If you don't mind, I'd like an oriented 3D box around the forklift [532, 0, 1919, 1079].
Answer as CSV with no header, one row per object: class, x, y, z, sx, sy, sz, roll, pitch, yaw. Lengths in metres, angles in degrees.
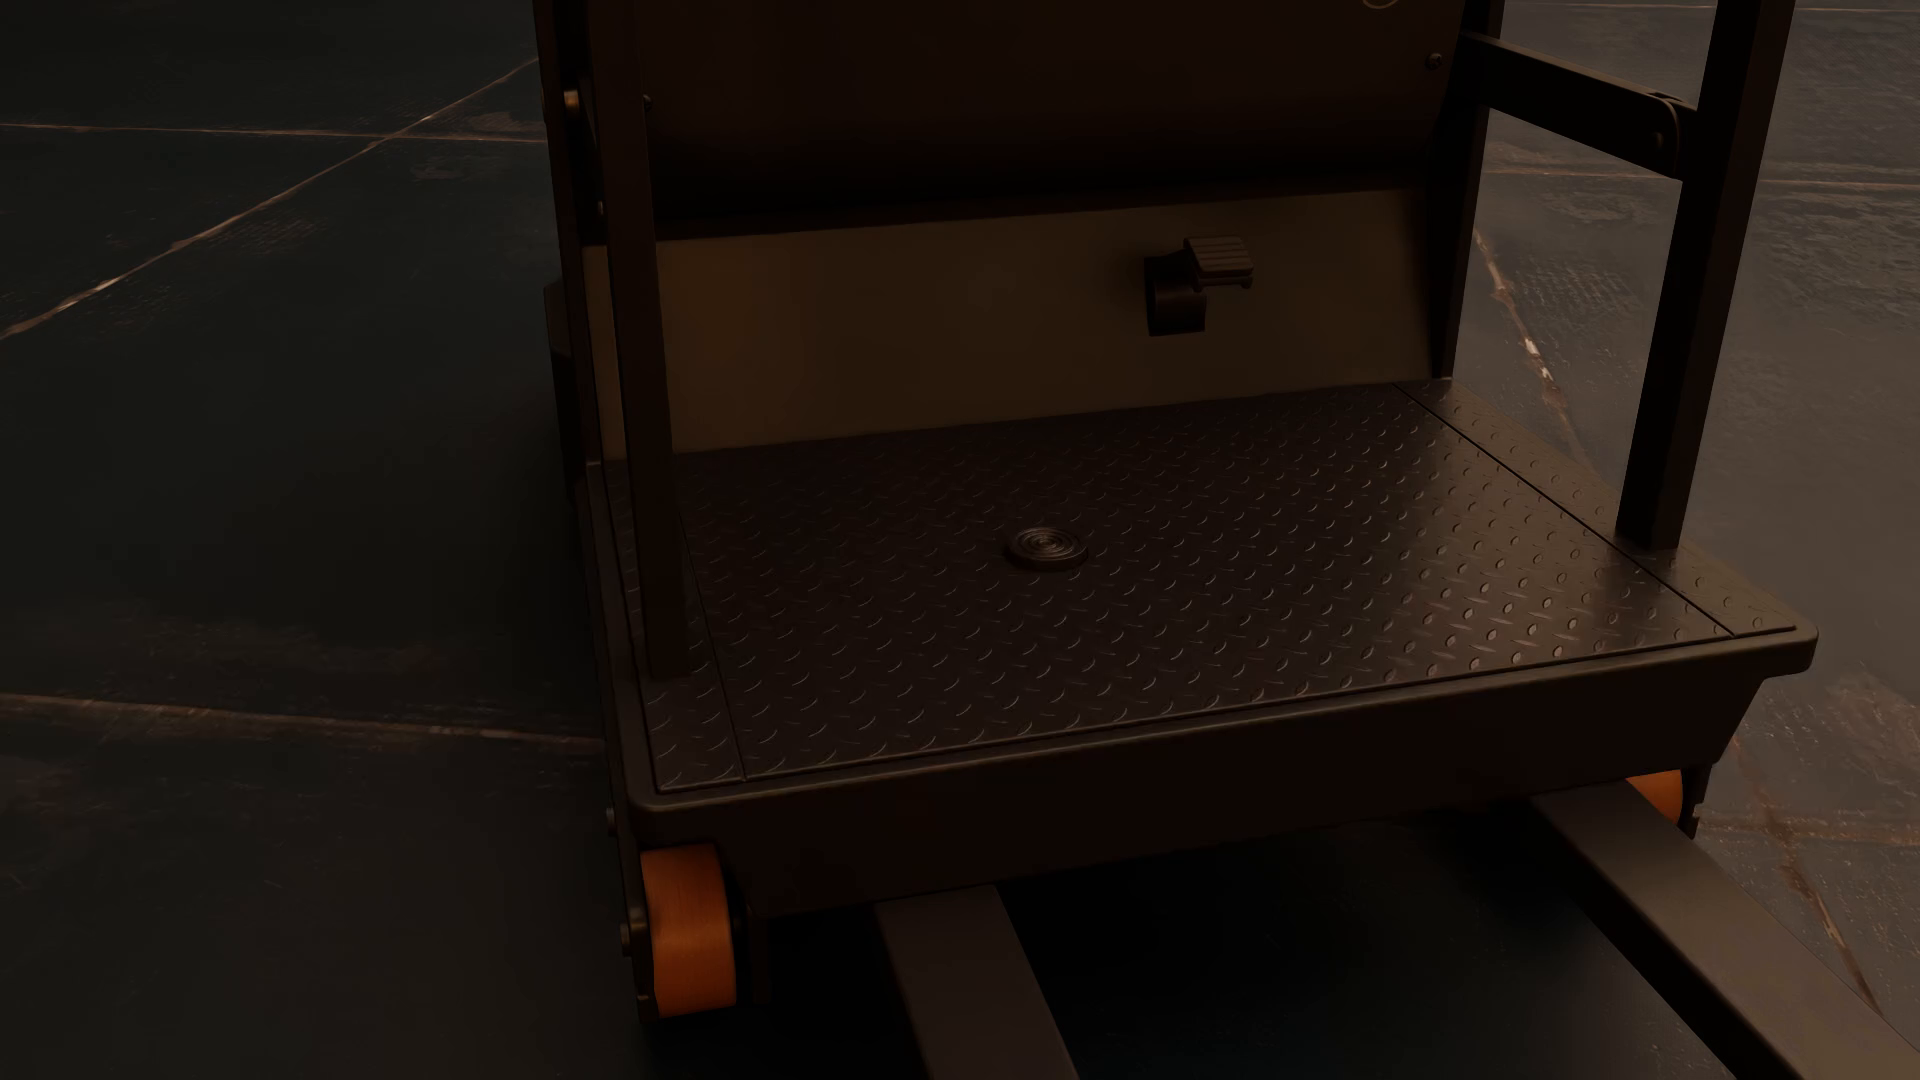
forklift,0.153,-1.049,1.319,1.130,2.935,3.031,-7,27,-13
